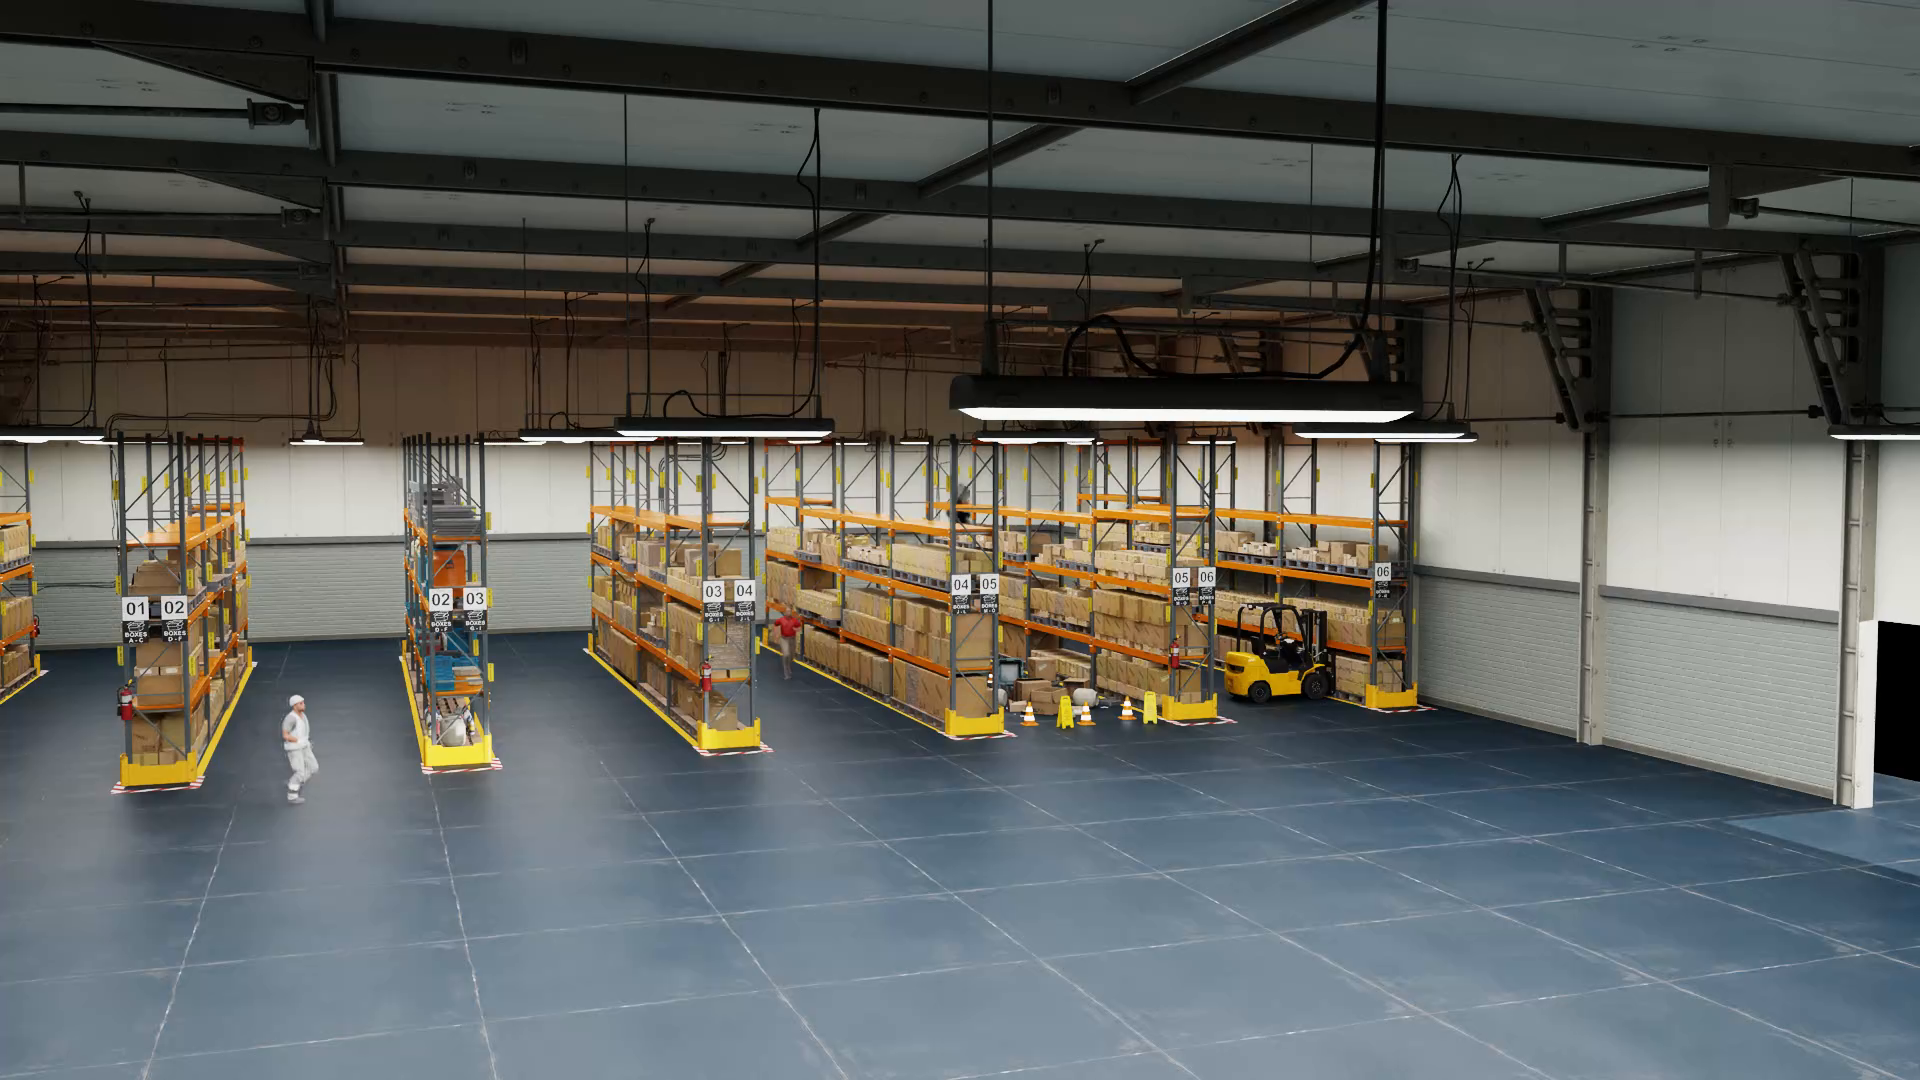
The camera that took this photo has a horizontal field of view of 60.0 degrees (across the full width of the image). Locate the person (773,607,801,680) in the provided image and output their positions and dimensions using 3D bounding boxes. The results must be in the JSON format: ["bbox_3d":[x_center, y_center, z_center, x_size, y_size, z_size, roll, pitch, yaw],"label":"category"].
[{"bbox_3d":[-4.278,2.558,41.421,0.646,1.767,0.888,-1,3,-24],"label":"person"}]

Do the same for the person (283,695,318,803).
[{"bbox_3d":[-10.596,3.358,26.696,0.580,1.745,0.669,0,3,8],"label":"person"}]

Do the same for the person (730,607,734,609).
[{"bbox_3d":[-6.830,2.313,47.799,0.639,1.544,0.483,1,3,12],"label":"person"}]
